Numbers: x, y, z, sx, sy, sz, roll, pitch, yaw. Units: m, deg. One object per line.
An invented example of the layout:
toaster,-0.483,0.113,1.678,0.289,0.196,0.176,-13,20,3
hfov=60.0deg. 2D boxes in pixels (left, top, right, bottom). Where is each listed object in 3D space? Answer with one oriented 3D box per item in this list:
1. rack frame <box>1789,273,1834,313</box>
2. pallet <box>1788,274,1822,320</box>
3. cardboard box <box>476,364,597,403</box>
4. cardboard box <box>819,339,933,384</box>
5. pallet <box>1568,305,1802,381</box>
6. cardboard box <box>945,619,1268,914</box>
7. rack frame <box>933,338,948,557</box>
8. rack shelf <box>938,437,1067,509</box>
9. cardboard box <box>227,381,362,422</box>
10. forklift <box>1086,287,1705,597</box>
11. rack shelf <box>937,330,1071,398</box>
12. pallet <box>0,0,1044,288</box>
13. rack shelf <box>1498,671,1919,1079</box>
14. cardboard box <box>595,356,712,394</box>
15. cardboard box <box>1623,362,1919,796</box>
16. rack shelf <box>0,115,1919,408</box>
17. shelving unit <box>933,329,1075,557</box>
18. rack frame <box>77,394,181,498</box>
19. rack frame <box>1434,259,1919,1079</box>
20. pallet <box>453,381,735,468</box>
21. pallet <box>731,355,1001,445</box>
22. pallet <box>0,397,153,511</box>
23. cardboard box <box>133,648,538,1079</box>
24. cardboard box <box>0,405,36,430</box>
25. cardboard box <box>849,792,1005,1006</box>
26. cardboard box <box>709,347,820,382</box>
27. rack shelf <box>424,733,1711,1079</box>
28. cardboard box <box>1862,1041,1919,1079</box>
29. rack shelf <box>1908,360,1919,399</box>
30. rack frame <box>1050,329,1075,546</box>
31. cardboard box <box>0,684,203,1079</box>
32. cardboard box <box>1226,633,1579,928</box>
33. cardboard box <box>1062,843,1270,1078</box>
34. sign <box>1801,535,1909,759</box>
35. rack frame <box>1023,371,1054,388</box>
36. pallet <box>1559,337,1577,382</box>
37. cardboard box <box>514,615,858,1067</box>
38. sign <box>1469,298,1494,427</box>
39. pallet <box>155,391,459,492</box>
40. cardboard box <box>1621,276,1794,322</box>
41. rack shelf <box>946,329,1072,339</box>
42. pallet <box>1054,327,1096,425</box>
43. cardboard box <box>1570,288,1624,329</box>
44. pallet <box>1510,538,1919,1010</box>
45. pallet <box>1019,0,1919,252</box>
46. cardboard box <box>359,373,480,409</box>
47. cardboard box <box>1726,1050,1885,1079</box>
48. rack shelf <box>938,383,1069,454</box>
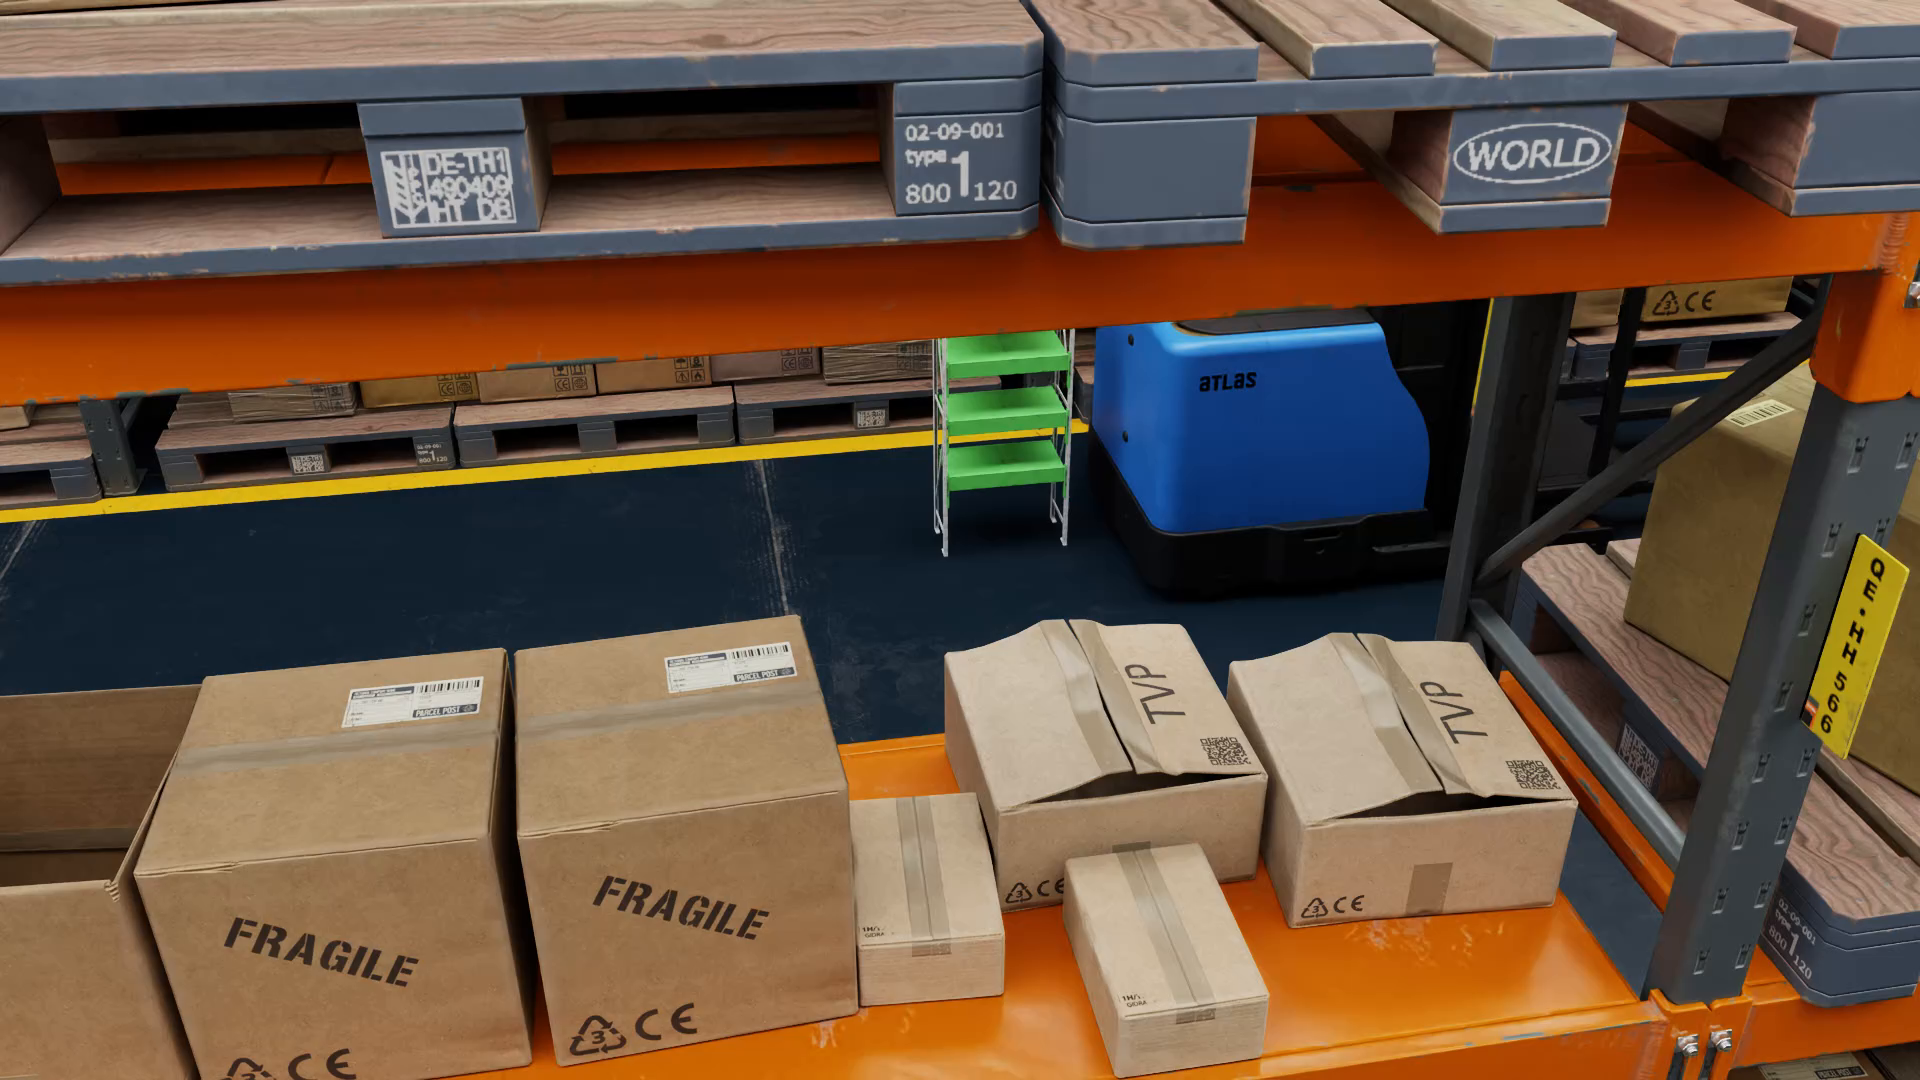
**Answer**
rack frame,4.214,-2.456,7.967,0.127,3.000,1.000,-5,31,-9
pallet,4.977,-1.284,8.725,1.213,0.211,1.003,-5,31,-9
cardboard box,-1.925,-1.012,7.543,0.500,0.500,0.700,-5,31,-8
cardboard box,-0.419,-1.111,7.712,0.500,0.500,0.700,-5,31,-8
pallet,3.469,-1.146,8.490,1.213,0.211,1.003,-5,31,-9
cardboard box,0.261,0.403,3.194,0.500,0.311,0.500,-6,31,-10
rack frame,-0.077,-0.510,6.434,0.015,1.200,0.240,-5,31,-9
rack shelf,0.163,-0.270,6.626,0.480,0.148,0.258,-5,31,-9
cardboard box,-2.934,-0.913,7.375,0.500,0.500,0.700,-4,31,-7
forklift,2.108,-1.413,6.261,3.031,2.935,1.130,-6,31,-10
rack shelf,0.163,-0.684,6.382,0.480,0.148,0.258,-5,31,-9
pallet,-0.575,-0.623,2.076,1.213,0.211,1.003,-4,31,-7
rack shelf,3.143,0.507,3.639,4.000,0.370,1.077,-5,31,-9
cardboard box,-1.430,-1.062,7.629,0.500,0.500,0.700,-5,31,-9
cardboard box,1.775,0.041,3.208,0.500,0.500,0.700,-16,34,-25
rack shelf,-0.791,-0.421,2.258,4.000,0.370,1.077,-5,31,-9
shelving unit,0.163,-0.532,6.472,0.503,1.200,0.258,-5,31,-9
rack frame,-3.655,-1.725,6.725,0.127,3.000,1.000,-5,31,-9
rack frame,1.175,0.377,3.149,0.053,2.616,0.949,-5,31,-9
pallet,-1.687,-0.708,7.746,1.213,0.211,1.003,-5,31,-9
pallet,-0.489,-0.818,7.933,1.213,0.211,1.003,-5,31,-9
pallet,-4.309,-0.444,7.297,1.213,0.211,1.003,-5,31,-9
cardboard box,-0.990,0.545,2.765,0.500,0.500,0.500,-5,31,-9
cardboard box,-4.176,-0.630,7.223,0.250,0.166,0.380,-9,32,-15
cardboard box,-0.068,0.632,2.964,0.250,0.149,0.380,-3,31,-5
cardboard box,-0.947,-1.122,7.731,0.500,0.500,0.700,-5,31,-9
rack shelf,-0.791,0.872,3.018,4.000,0.370,1.077,-5,31,-9
cardboard box,2.189,1.317,3.583,0.500,0.500,0.500,-6,31,-11
rack shelf,3.143,-0.787,2.879,4.000,0.370,1.077,-5,31,-9
rack frame,0.403,-0.555,6.509,0.015,1.200,0.240,-5,31,-9
cardboard box,-1.482,0.591,2.687,0.500,0.500,0.500,-3,31,-5
cardboard box,0.810,0.429,3.149,0.500,0.311,0.500,-3,31,-6
cardboard box,0.341,0.707,2.836,0.250,0.149,0.380,-5,31,-9
sign,1.279,0.156,2.382,0.005,0.325,0.100,-5,31,-9
rack frame,0.280,-2.090,7.346,0.127,3.000,1.000,-5,31,-9
pallet,2.267,-1.032,8.298,1.213,0.211,1.003,-5,31,-9
cardboard box,-0.472,0.497,2.846,0.500,0.500,0.500,-7,31,-12
sign,1.069,-0.356,3.331,0.005,0.325,0.100,-5,31,-9
pallet,-2.889,-0.595,7.554,1.213,0.211,1.003,-5,31,-9
cardboard box,3.599,-1.586,8.194,0.750,0.750,0.750,-5,31,-8
rack shelf,0.163,-0.891,6.261,0.480,0.148,0.258,-5,31,-9
pallet,1.069,-0.923,8.111,1.213,0.211,1.003,-5,31,-9
cardboard box,2.725,-1.503,8.054,0.750,0.750,0.750,-4,31,-7
pallet,1.830,0.365,3.359,1.003,0.211,1.213,-5,31,-9
pallet,0.524,-0.726,2.252,1.003,0.211,1.213,-4,31,-7
cardboard box,-2.434,-0.985,7.498,0.500,0.500,0.700,-6,31,-10
cardboard box,1.675,1.368,3.497,0.500,0.500,0.500,-4,31,-7
rack shelf,0.163,-0.477,6.504,0.480,0.148,0.258,-5,31,-9
